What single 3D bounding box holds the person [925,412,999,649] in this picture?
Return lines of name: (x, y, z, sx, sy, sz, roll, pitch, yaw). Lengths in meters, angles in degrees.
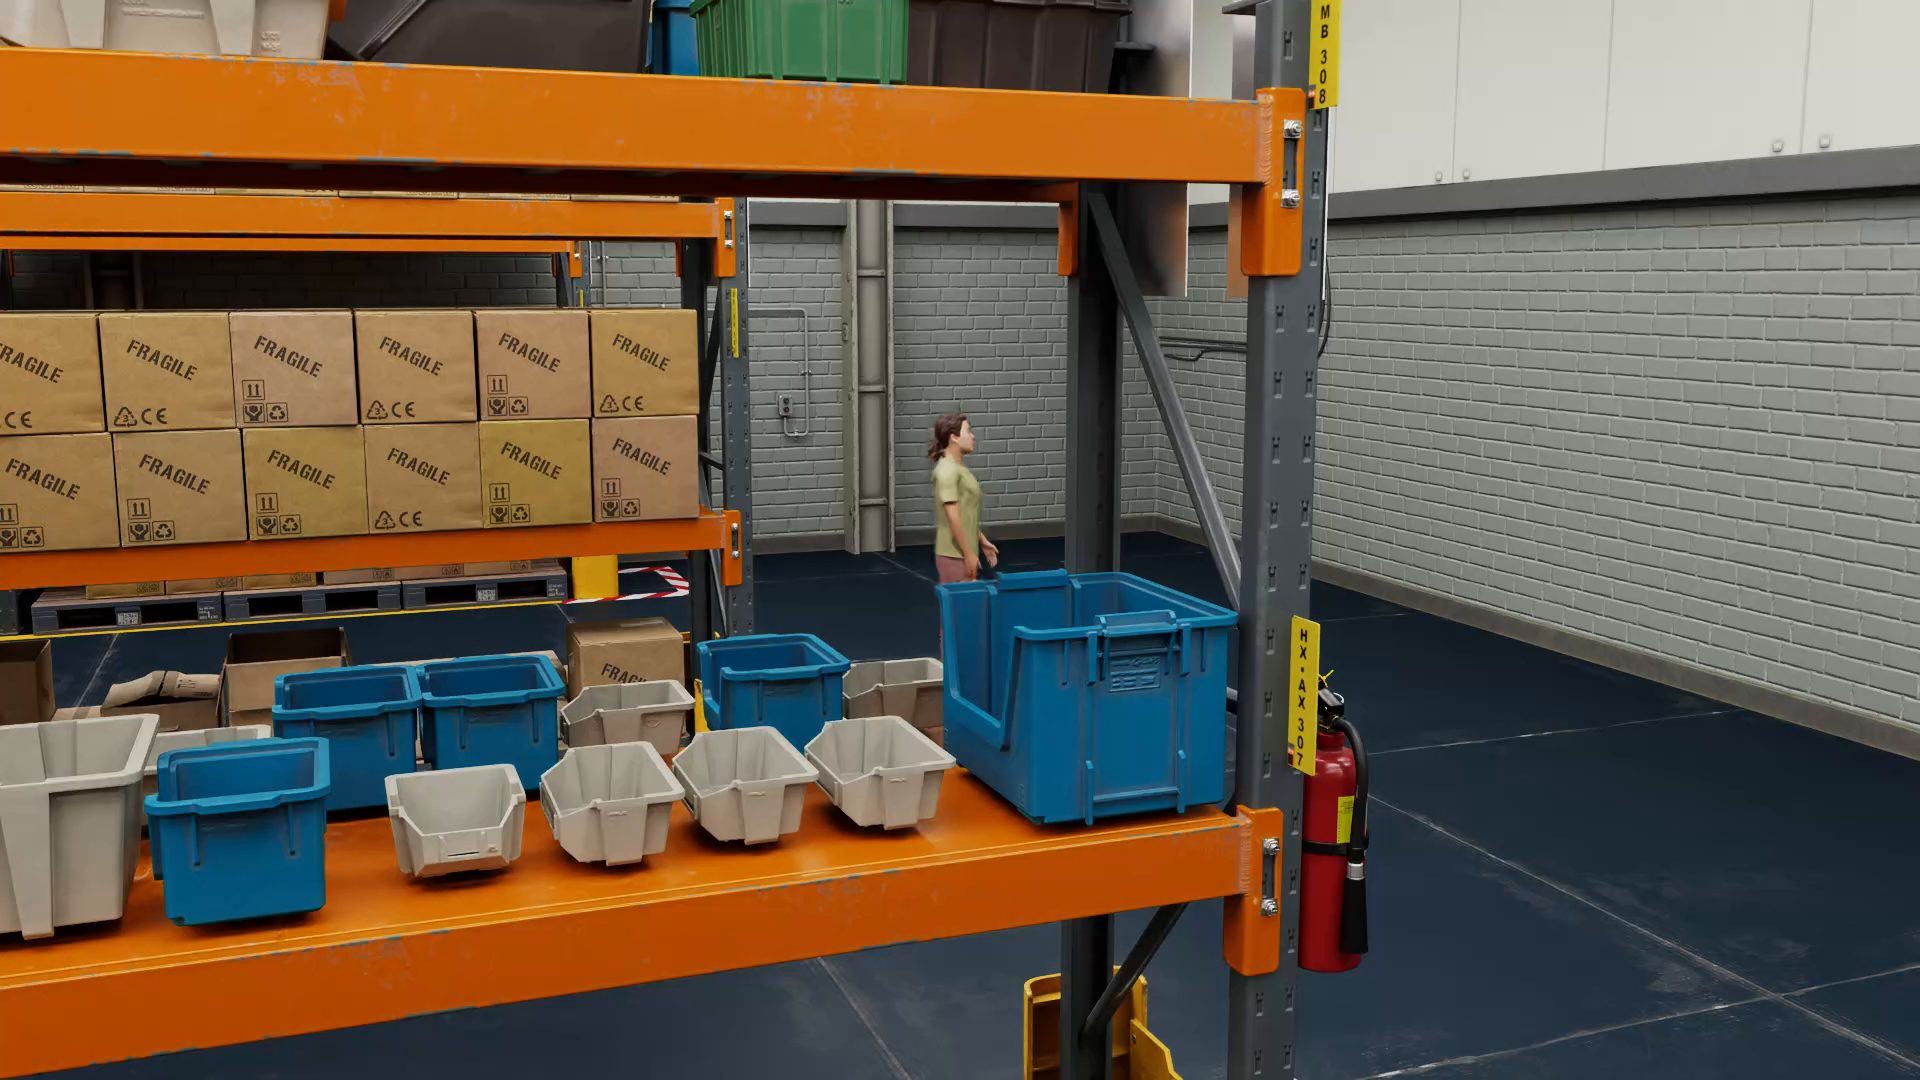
person: (0.012, 0.111, 9.547, 0.433, 1.686, 0.516, 1, 9, 6)
